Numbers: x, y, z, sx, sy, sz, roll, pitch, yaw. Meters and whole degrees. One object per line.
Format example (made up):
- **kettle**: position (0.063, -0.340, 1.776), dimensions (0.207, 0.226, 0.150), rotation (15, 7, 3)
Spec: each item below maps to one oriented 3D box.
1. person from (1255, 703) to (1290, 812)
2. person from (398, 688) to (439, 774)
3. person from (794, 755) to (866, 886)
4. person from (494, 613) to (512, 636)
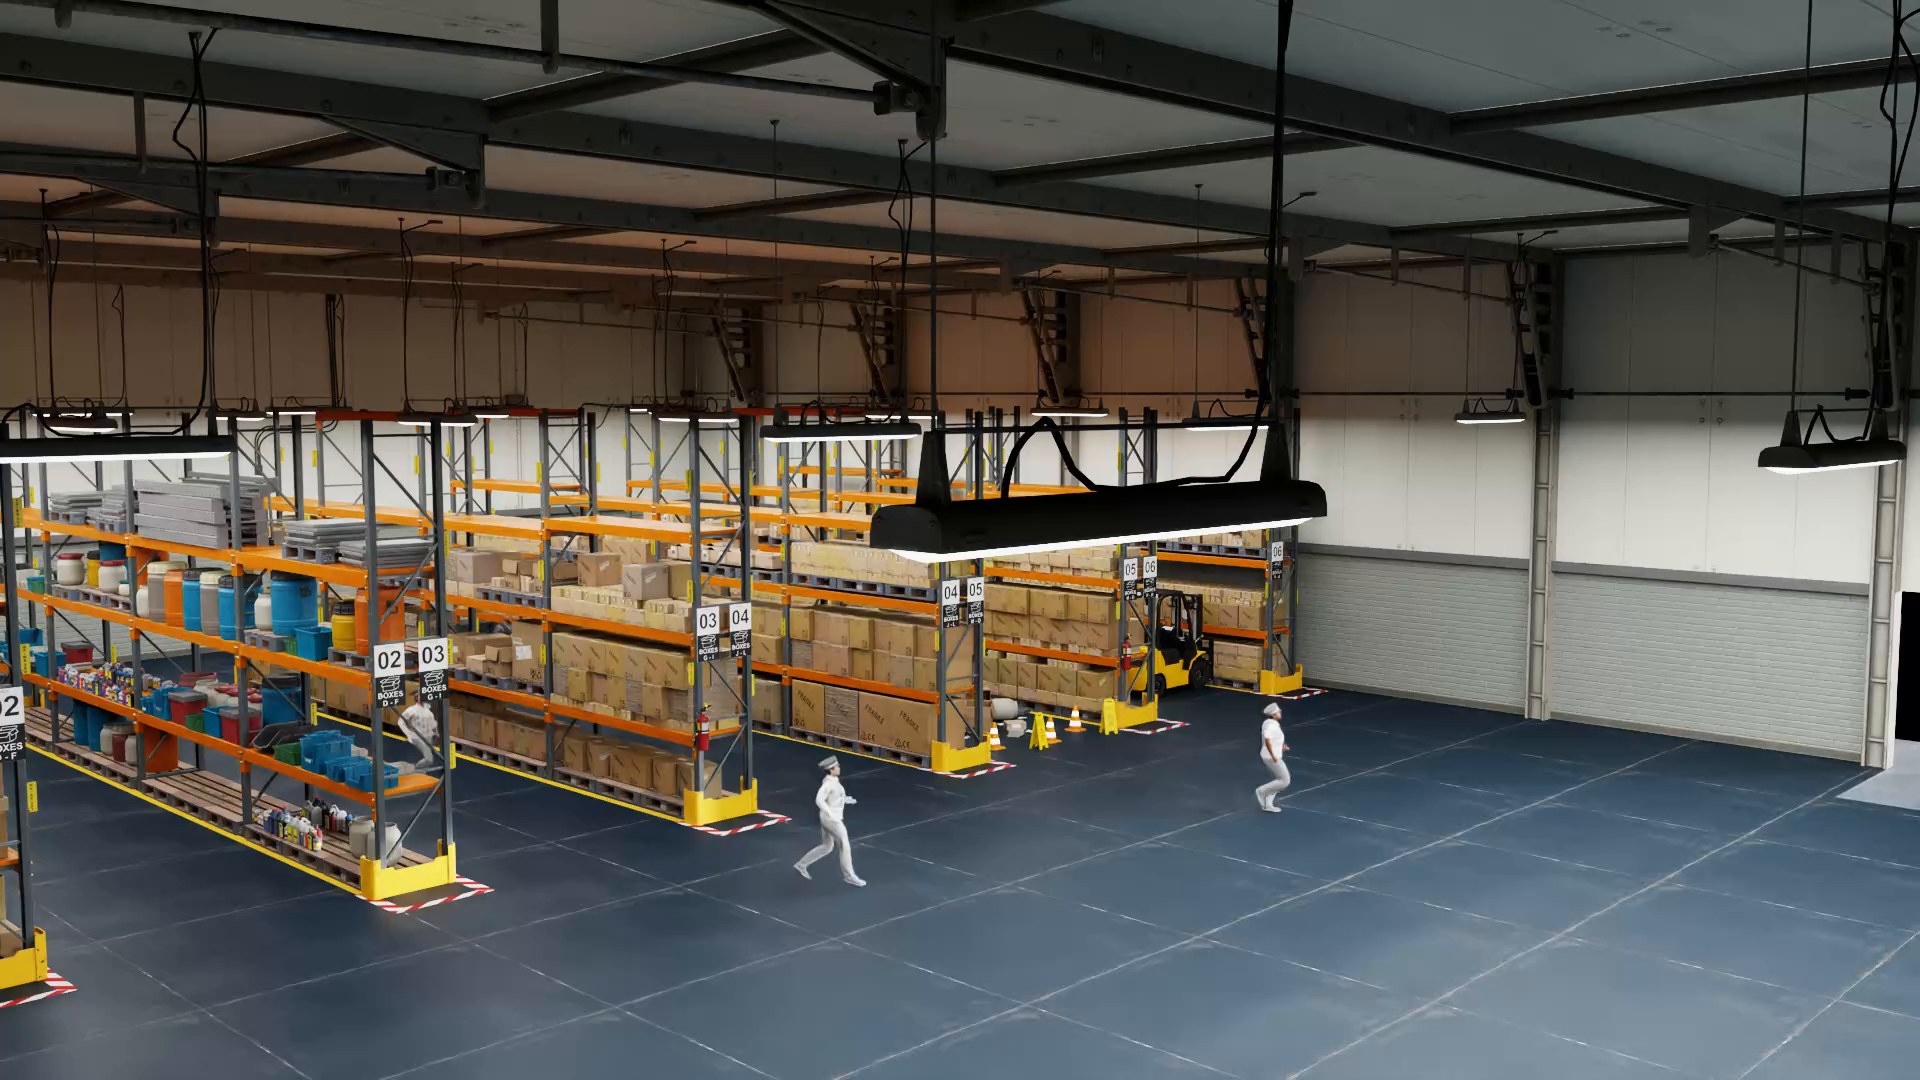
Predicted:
- **person**: position (4.721, 3.284, 25.120), dimensions (0.568, 1.671, 0.605), rotation (0, 5, -3)
- **person**: position (-8.522, 3.155, 26.458), dimensions (0.559, 1.656, 0.607), rotation (3, 6, 27)
- **person**: position (-1.667, 3.604, 21.274), dimensions (0.924, 1.702, 0.616), rotation (-1, 5, -13)
- **person**: position (-9.542, 2.365, 34.988), dimensions (0.649, 1.777, 0.828), rotation (-5, 7, -44)
